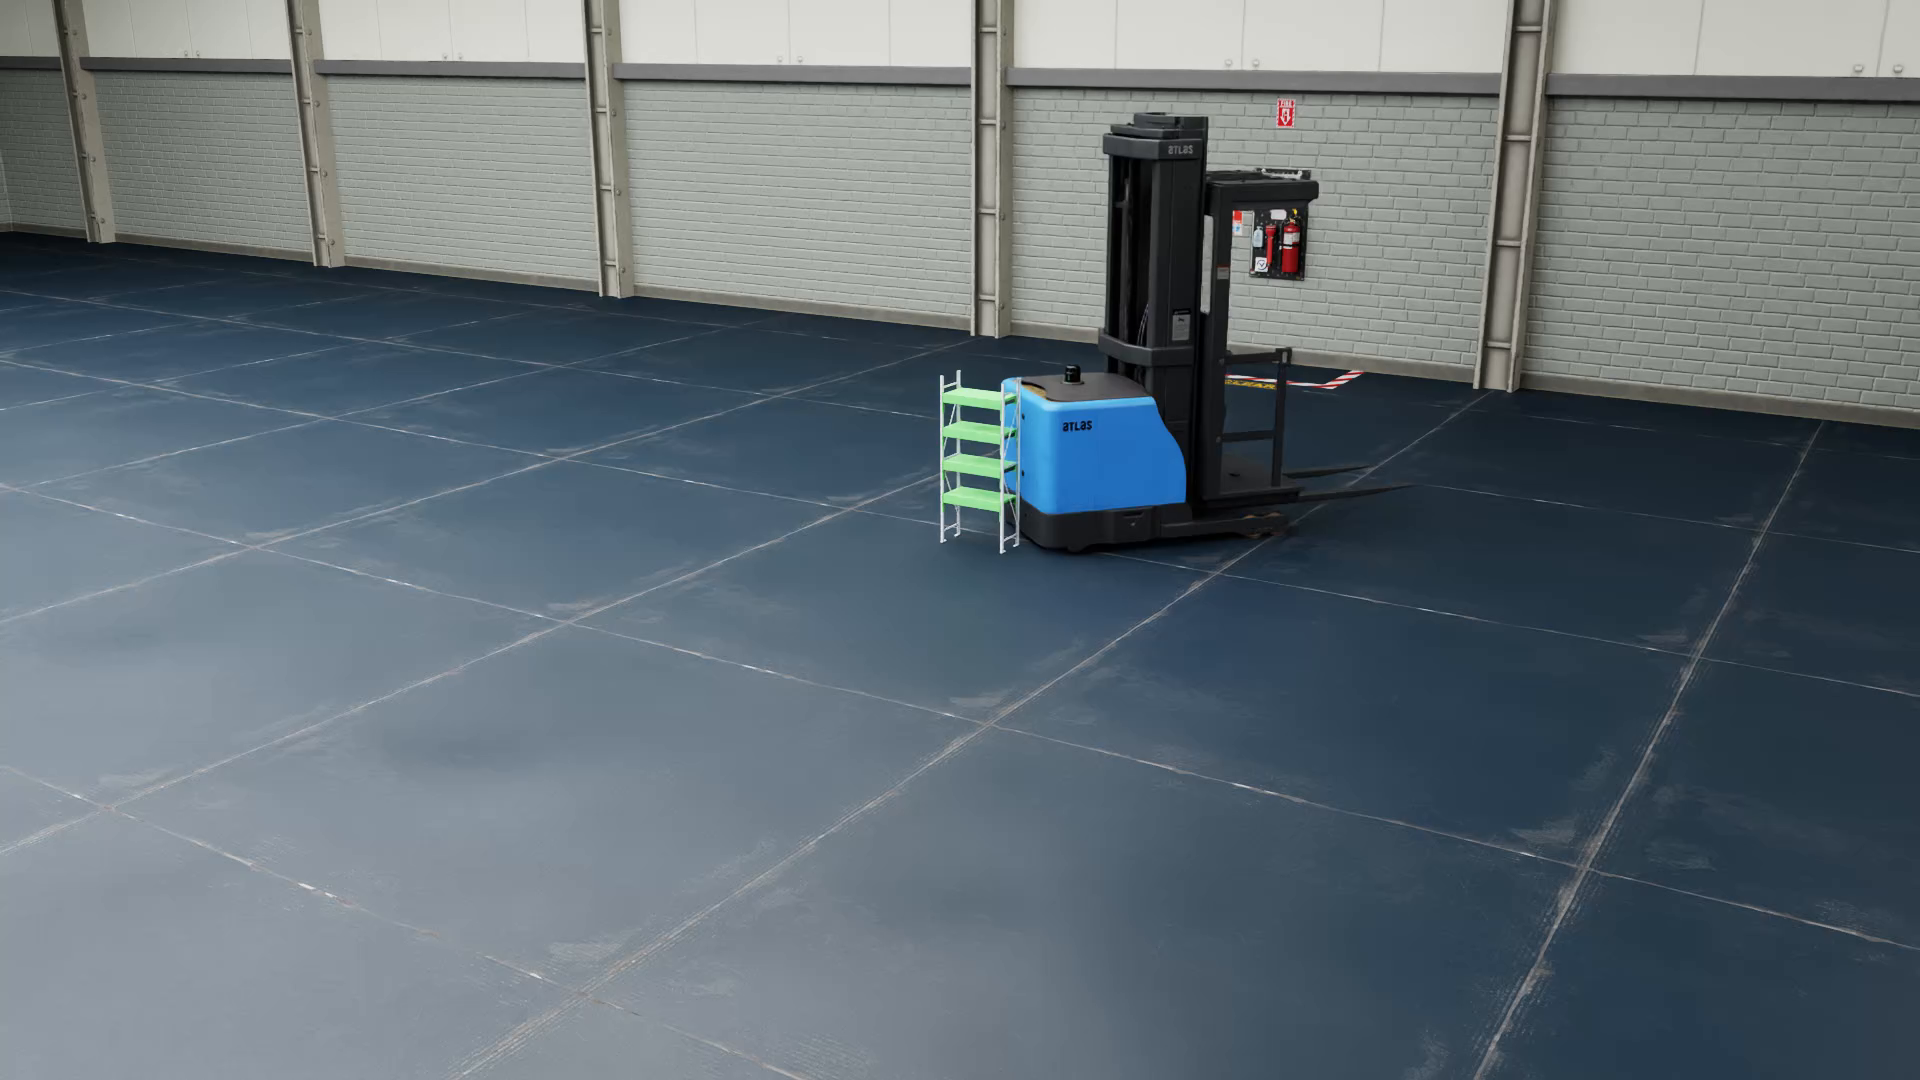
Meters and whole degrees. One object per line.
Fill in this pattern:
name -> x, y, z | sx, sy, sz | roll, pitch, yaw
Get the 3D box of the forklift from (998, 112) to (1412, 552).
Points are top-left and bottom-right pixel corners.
forklift -> 1.852, -1.553, 11.949 | 3.031, 2.935, 1.130 | -6, 18, -18

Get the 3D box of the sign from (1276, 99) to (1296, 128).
sign -> 3.445, -4.512, 17.585 | 0.199, 0.298, 0.001 | 10, 20, 30

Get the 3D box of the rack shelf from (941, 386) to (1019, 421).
rack shelf -> 0.141, -0.947, 11.503 | 0.480, 0.148, 0.258 | 10, 20, 30

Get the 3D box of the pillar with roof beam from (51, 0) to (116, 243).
pillar with roof beam -> -17.219, -8.446, 24.204 | 0.400, 9.000, 9.100 | 10, 20, 30

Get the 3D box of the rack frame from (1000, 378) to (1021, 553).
rack frame -> 0.349, -0.512, 11.502 | 0.015, 1.200, 0.240 | 10, 20, 30

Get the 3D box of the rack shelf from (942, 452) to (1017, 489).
rack shelf -> 0.141, -0.488, 11.642 | 0.480, 0.148, 0.258 | 10, 20, 30

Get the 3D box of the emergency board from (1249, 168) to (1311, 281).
emergency board -> 3.400, -3.377, 17.837 | 0.643, 1.169, 0.194 | 10, 20, 30

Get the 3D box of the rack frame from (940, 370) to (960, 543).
rack frame -> -0.067, -0.586, 11.746 | 0.015, 1.200, 0.240 | 10, 20, 30

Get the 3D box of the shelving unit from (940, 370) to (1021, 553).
shelving unit -> 0.141, -0.549, 11.624 | 0.503, 1.200, 0.258 | 10, 20, 30

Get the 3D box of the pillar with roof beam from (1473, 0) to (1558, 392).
pillar with roof beam -> 3.232, -4.796, 12.186 | 0.400, 9.000, 9.100 | 10, 20, 30

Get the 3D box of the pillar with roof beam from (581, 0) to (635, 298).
pillar with roof beam -> -6.993, -6.621, 18.195 | 0.400, 9.000, 9.100 | 10, 20, 30

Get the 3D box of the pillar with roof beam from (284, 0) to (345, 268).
pillar with roof beam -> -12.106, -7.534, 21.200 | 0.400, 9.000, 9.100 | 10, 20, 30

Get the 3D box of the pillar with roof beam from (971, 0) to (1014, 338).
pillar with roof beam -> -1.880, -5.708, 15.191 | 0.400, 9.000, 9.100 | 10, 20, 30

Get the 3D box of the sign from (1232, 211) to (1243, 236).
sign -> 2.982, -3.504, 18.193 | 0.234, 0.329, 0.001 | 10, 20, 30

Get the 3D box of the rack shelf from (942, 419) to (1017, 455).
rack shelf -> 0.141, -0.717, 11.573 | 0.480, 0.148, 0.258 | 10, 20, 30

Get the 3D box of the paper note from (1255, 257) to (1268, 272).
paper note -> 3.285, -2.999, 18.110 | 0.142, 0.148, 0.016 | 10, 20, 30

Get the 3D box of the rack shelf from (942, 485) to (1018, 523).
rack shelf -> 0.141, -0.258, 11.712 | 0.480, 0.148, 0.258 | 10, 20, 30
